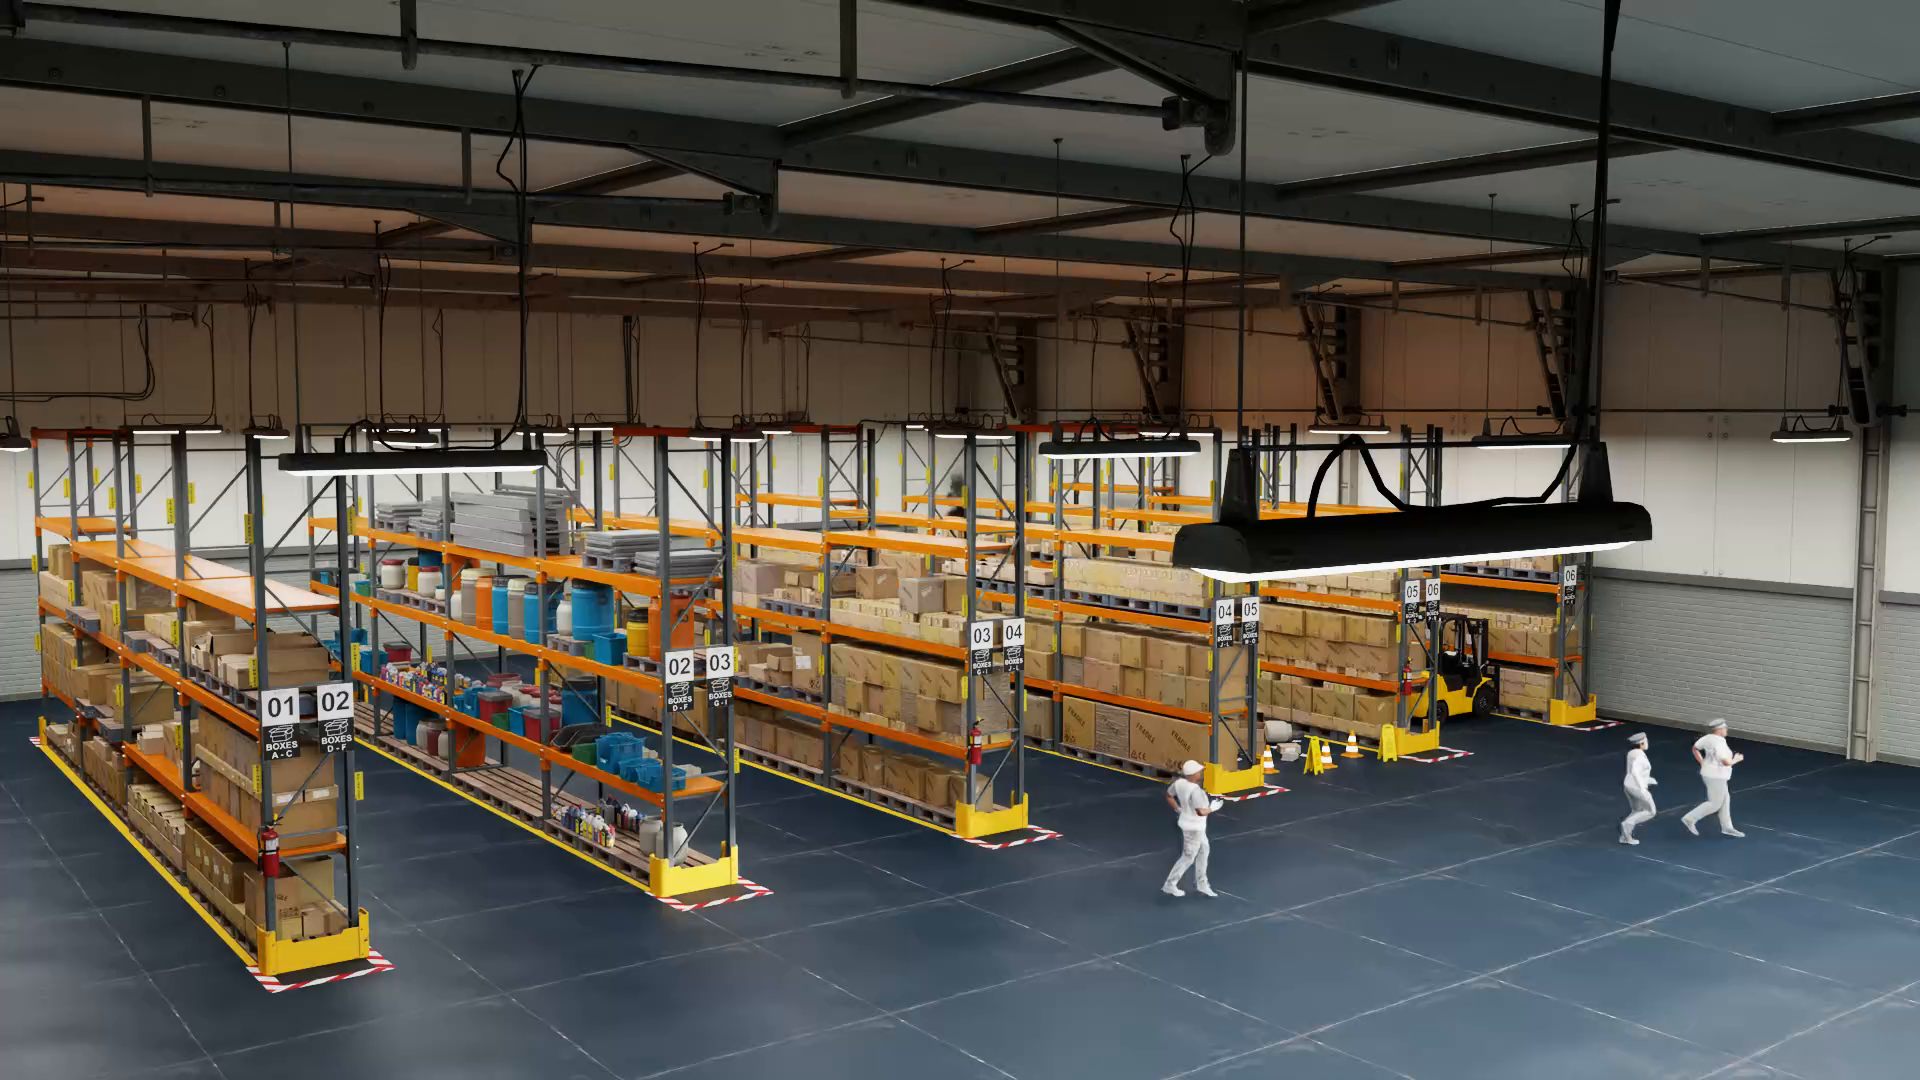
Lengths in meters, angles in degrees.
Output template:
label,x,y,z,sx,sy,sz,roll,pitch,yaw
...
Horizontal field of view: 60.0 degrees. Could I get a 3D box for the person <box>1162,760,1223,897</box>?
label,x,y,z,sx,sy,sz,roll,pitch,yaw
person,2.981,3.747,21.425,0.775,1.835,0.664,-1,5,-7

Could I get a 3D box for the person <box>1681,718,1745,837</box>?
label,x,y,z,sx,sy,sz,roll,pitch,yaw
person,11.118,3.497,24.512,0.950,1.774,0.682,0,4,5

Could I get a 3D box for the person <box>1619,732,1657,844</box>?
label,x,y,z,sx,sy,sz,roll,pitch,yaw
person,9.893,3.613,24.196,0.575,1.643,0.603,0,4,1
